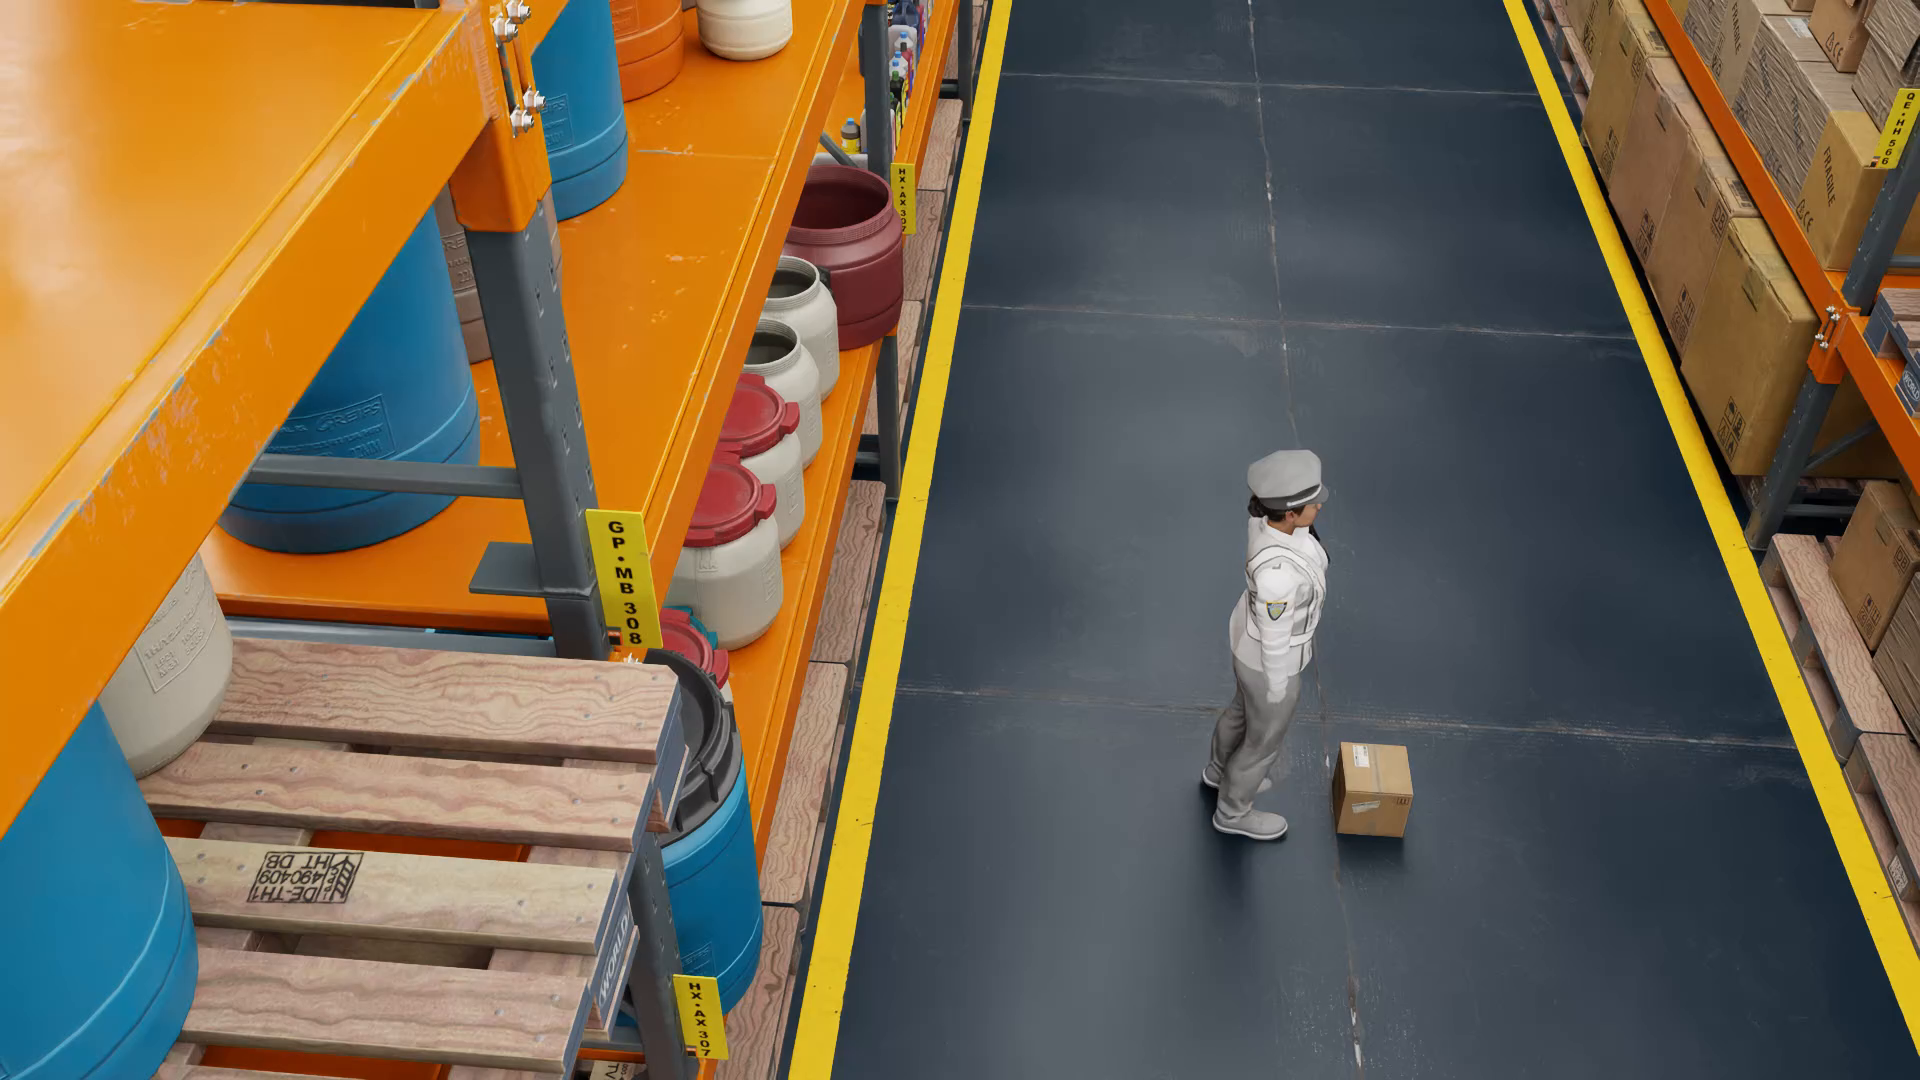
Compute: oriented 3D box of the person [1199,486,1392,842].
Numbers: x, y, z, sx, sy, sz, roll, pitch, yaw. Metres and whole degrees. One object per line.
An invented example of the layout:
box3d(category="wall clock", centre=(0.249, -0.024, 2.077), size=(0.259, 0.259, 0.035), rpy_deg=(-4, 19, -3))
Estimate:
box3d(category="person", centre=(1.160, 0.444, 6.045), size=(0.591, 1.522, 0.527), rpy_deg=(4, 40, 4))
